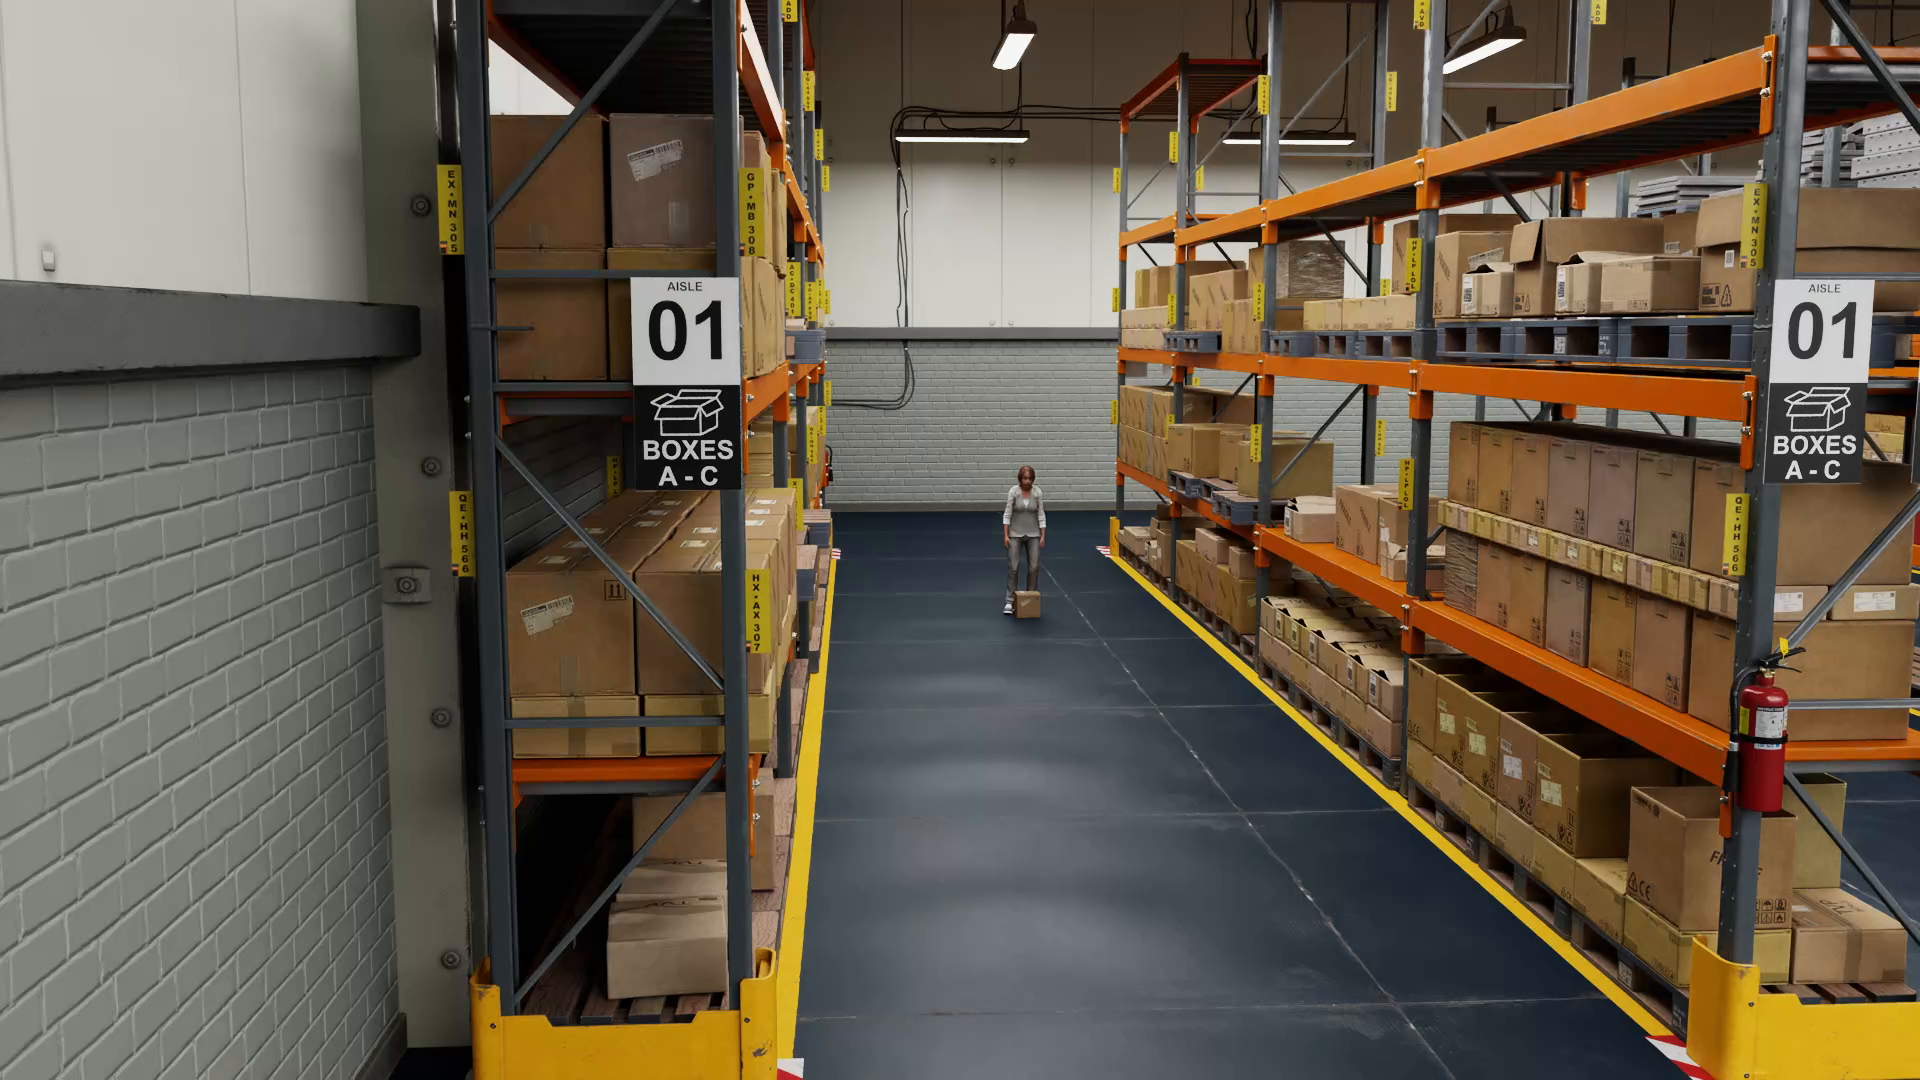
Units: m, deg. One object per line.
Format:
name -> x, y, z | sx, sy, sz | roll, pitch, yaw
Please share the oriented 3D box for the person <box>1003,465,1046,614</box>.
person -> 0.692, -0.009, 17.878 | 0.464, 1.592, 0.346 | 0, 7, -4
